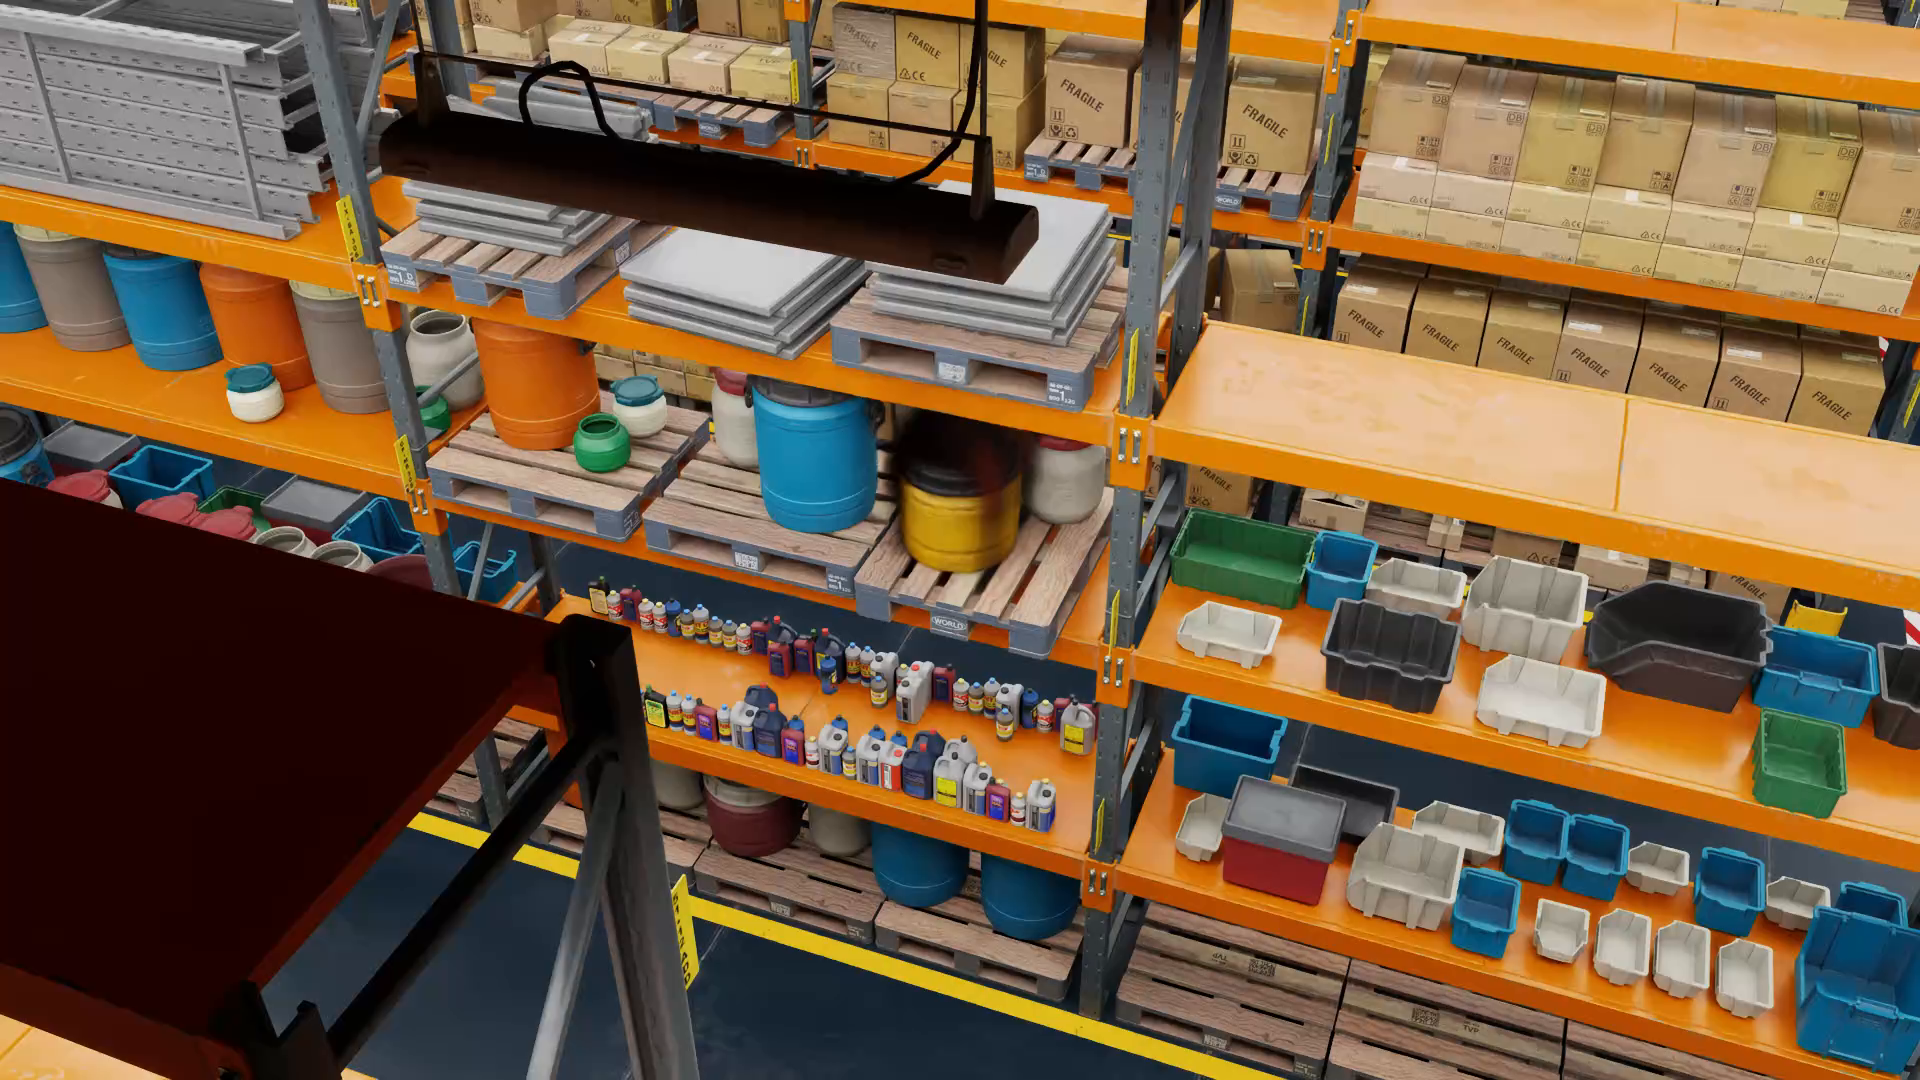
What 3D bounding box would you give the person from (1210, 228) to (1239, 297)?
[{"bbox_3d":[2.442,-2.941,16.047,0.406,1.714,0.475,-11,38,-14],"label":"person"}]
